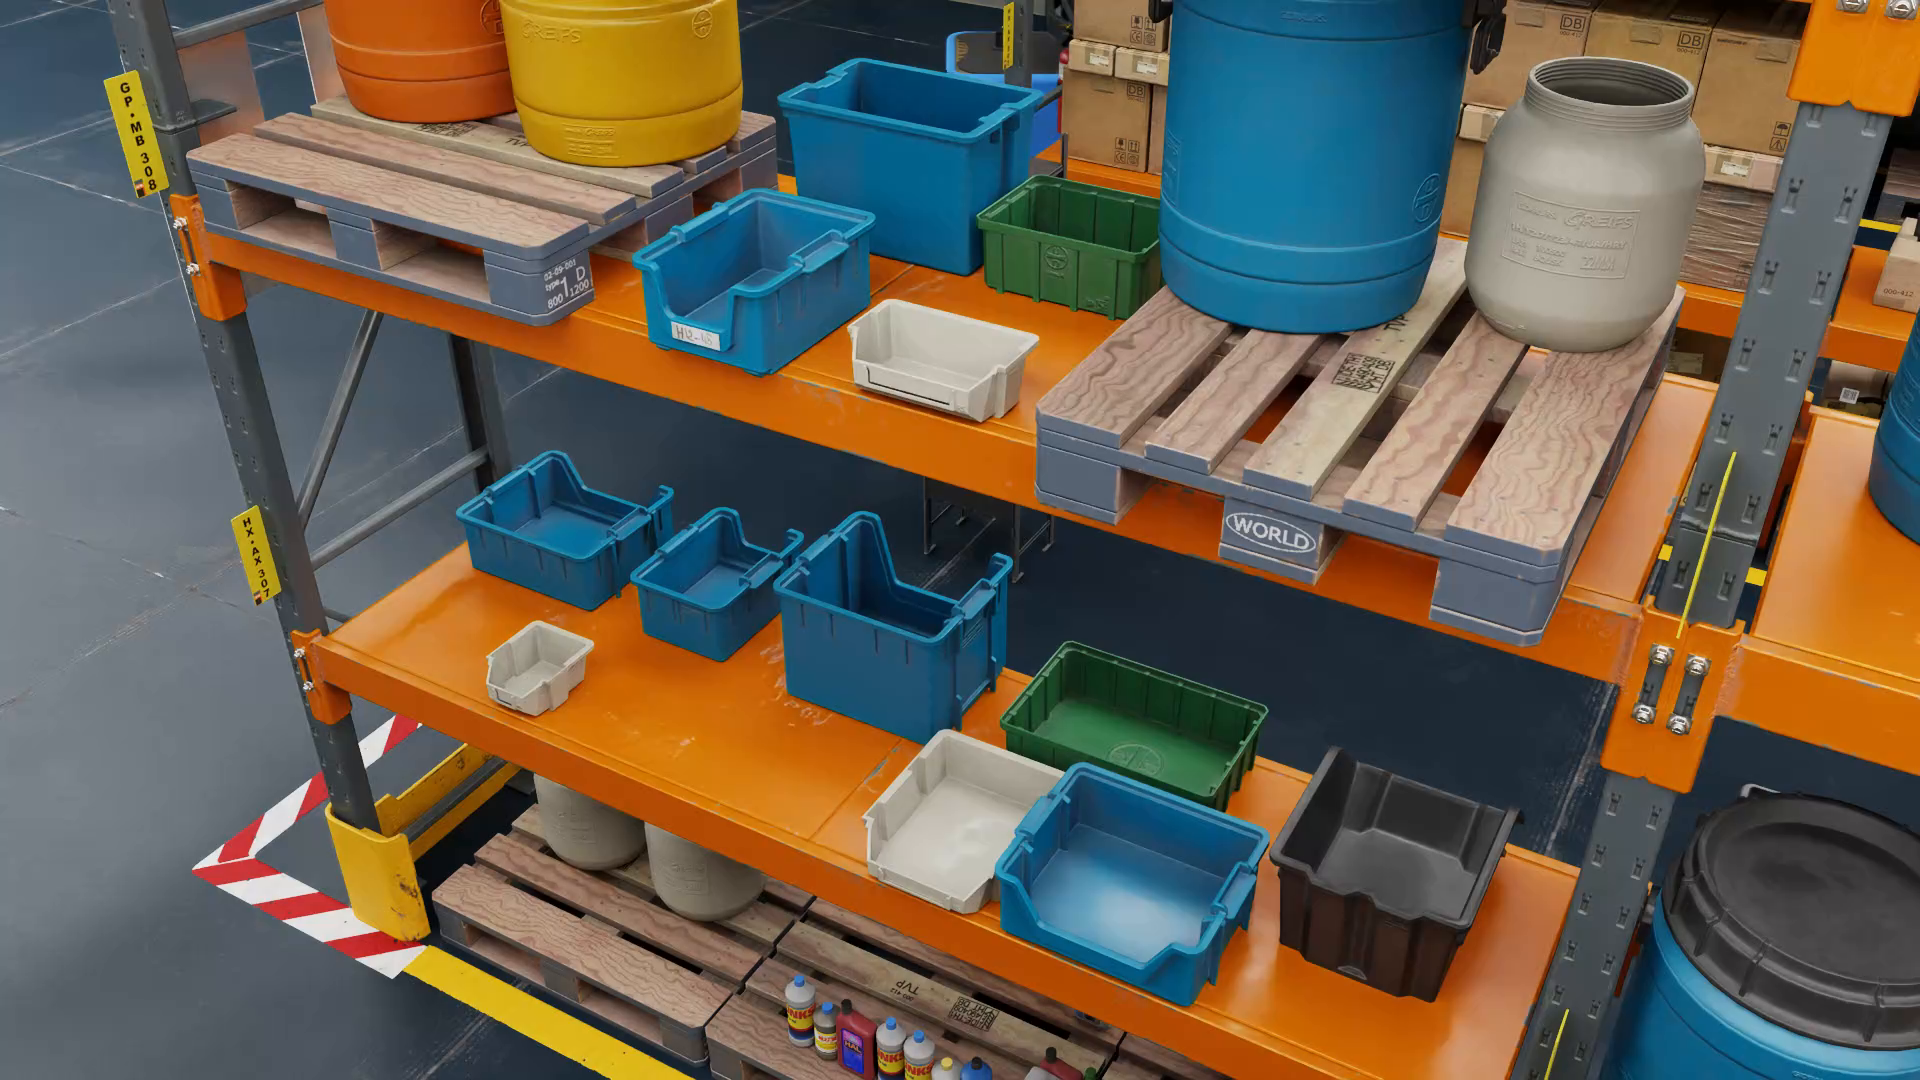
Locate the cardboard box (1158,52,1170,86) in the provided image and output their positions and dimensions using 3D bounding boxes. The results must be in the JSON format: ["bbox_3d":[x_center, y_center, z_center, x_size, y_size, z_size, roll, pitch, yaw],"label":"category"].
[{"bbox_3d":[1.212,-2.440,8.532,0.250,0.149,0.380,18,38,25],"label":"cardboard box"}]

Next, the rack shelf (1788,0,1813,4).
[{"bbox_3d":[2.268,-2.879,7.810,4.000,0.370,1.077,18,37,24],"label":"rack shelf"}]

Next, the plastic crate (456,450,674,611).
[{"bbox_3d":[-1.347,-0.042,5.741,0.616,0.251,0.499,18,37,24],"label":"plastic crate"}]

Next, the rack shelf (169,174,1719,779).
[{"bbox_3d":[-0.193,-0.497,4.232,4.000,0.370,1.077,18,37,24],"label":"rack shelf"}]

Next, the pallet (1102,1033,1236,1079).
[{"bbox_3d":[0.981,1.958,5.118,1.213,0.211,1.003,18,37,24],"label":"pallet"}]

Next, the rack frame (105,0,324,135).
[{"bbox_3d":[-1.930,-2.594,4.027,0.127,3.000,1.000,18,37,24],"label":"rack frame"}]

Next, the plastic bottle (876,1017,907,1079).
[{"bbox_3d":[-0.213,1.598,5.209,0.097,0.271,0.097,0,34,0],"label":"plastic bottle"}]

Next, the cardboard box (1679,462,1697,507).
[{"bbox_3d":[3.493,-0.433,8.295,0.500,0.250,0.500,18,37,24],"label":"cardboard box"}]

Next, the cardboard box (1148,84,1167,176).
[{"bbox_3d":[1.389,-2.245,8.825,0.500,0.500,0.700,19,38,26],"label":"cardboard box"}]

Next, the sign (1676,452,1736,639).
[{"bbox_3d":[1.261,0.012,2.811,0.005,0.325,0.100,18,37,24],"label":"sign"}]

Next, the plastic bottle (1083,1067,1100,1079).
[{"bbox_3d":[0.423,1.714,5.024,0.133,0.283,0.061,18,37,24],"label":"plastic bottle"}]

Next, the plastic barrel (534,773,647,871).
[{"bbox_3d":[-1.320,0.907,6.047,0.421,0.512,0.421,0,34,0],"label":"plastic barrel"}]

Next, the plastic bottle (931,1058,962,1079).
[{"bbox_3d":[-0.040,1.682,5.146,0.097,0.201,0.097,0,34,0],"label":"plastic bottle"}]

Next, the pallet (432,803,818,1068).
[{"bbox_3d":[-1.138,1.287,6.126,1.213,0.211,1.003,18,37,24],"label":"pallet"}]

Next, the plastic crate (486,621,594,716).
[{"bbox_3d":[-1.312,0.413,5.161,0.250,0.136,0.298,18,37,24],"label":"plastic crate"}]

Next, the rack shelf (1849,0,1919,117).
[{"bbox_3d":[3.280,-0.478,1.860,4.000,0.370,1.077,18,37,24],"label":"rack shelf"}]

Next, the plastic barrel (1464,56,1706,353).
[{"bbox_3d":[1.267,-0.680,3.379,0.421,0.512,0.421,0,34,0],"label":"plastic barrel"}]

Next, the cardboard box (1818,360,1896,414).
[{"bbox_3d":[4.498,-0.670,8.146,0.500,0.311,0.500,18,37,24],"label":"cardboard box"}]

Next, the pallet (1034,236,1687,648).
[{"bbox_3d":[0.868,-0.319,3.486,1.003,0.211,1.213,18,37,24],"label":"pallet"}]

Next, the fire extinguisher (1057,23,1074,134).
[{"bbox_3d":[0.659,-2.704,9.674,0.183,0.674,0.296,18,37,24],"label":"fire extinguisher"}]

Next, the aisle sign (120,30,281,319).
[{"bbox_3d":[-2.138,-1.058,4.788,0.004,0.787,0.394,18,37,24],"label":"aisle sign"}]

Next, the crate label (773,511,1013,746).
[{"bbox_3d":[-0.197,0.264,5.116,0.616,0.435,0.502,18,37,24],"label":"crate label"}]

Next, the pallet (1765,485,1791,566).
[{"bbox_3d":[4.663,-0.036,8.113,1.213,0.211,1.003,18,37,24],"label":"pallet"}]

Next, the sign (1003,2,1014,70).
[{"bbox_3d":[0.251,-2.608,8.608,0.005,0.325,0.100,18,37,24],"label":"sign"}]

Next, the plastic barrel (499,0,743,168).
[{"bbox_3d":[-0.877,-1.347,4.311,0.600,0.588,0.600,0,34,0],"label":"plastic barrel"}]

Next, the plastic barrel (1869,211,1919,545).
[{"bbox_3d":[2.092,-0.419,3.015,0.708,0.901,0.600,18,37,24],"label":"plastic barrel"}]

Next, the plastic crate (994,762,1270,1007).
[{"bbox_3d":[0.448,0.891,4.340,0.616,0.251,0.499,18,37,24],"label":"plastic crate"}]

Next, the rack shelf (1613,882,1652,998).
[{"bbox_3d":[3.280,1.852,3.411,4.000,0.370,1.077,18,37,24],"label":"rack shelf"}]

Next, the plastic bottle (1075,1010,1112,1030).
[{"bbox_3d":[0.464,1.441,5.440,0.135,0.276,0.152,18,37,24],"label":"plastic bottle"}]

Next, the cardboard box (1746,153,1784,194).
[{"bbox_3d":[3.662,-1.663,7.366,0.250,0.149,0.380,18,37,24],"label":"cardboard box"}]

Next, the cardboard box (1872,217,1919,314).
[{"bbox_3d":[4.453,-1.203,7.486,0.500,0.250,0.500,20,39,27],"label":"cardboard box"}]

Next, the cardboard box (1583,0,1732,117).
[{"bbox_3d":[3.176,-2.219,7.615,0.500,0.500,0.700,17,37,24],"label":"cardboard box"}]

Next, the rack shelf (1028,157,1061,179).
[{"bbox_3d":[0.144,-1.400,7.219,0.480,0.518,0.431,18,37,24],"label":"rack shelf"}]

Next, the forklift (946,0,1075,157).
[{"bbox_3d":[1.409,-3.637,11.067,3.031,2.935,1.130,0,34,0],"label":"forklift"}]

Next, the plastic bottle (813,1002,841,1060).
[{"bbox_3d":[-0.420,1.561,5.327,0.097,0.201,0.097,0,34,0],"label":"plastic bottle"}]

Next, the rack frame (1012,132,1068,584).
[{"bbox_3d":[0.356,-0.761,7.499,0.015,2.100,0.400,18,37,24],"label":"rack frame"}]

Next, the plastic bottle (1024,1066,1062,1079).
[{"bbox_3d":[0.255,1.727,5.011,0.135,0.276,0.152,18,38,25],"label":"plastic bottle"}]

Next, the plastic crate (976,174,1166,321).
[{"bbox_3d":[0.308,-0.723,4.114,0.450,0.188,0.336,18,37,24],"label":"plastic crate"}]

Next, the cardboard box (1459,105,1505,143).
[{"bbox_3d":[2.560,-2.013,7.892,0.250,0.149,0.380,19,38,26],"label":"cardboard box"}]

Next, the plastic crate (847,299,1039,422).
[{"bbox_3d":[-0.051,-0.383,3.650,0.396,0.136,0.243,18,37,24],"label":"plastic crate"}]

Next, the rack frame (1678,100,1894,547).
[{"bbox_3d":[1.543,-1.494,2.375,0.127,3.000,1.000,18,37,24],"label":"rack frame"}]

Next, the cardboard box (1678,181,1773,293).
[{"bbox_3d":[3.616,-1.541,7.767,0.500,0.500,0.700,17,37,23],"label":"cardboard box"}]

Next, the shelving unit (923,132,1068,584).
[{"bbox_3d":[0.144,-0.828,7.600,0.503,2.100,0.431,18,37,24],"label":"shelving unit"}]

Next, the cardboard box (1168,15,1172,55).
[{"bbox_3d":[1.436,-2.771,8.444,0.500,0.500,0.700,17,37,23],"label":"cardboard box"}]

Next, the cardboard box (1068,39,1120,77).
[{"bbox_3d":[0.765,-2.580,8.743,0.250,0.149,0.380,17,37,24],"label":"cardboard box"}]

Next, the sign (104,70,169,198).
[{"bbox_3d":[-2.206,-1.086,4.460,0.005,0.325,0.100,18,37,24],"label":"sign"}]

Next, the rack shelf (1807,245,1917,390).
[{"bbox_3d":[5.741,-0.531,6.990,4.000,0.370,1.077,18,37,24],"label":"rack shelf"}]
